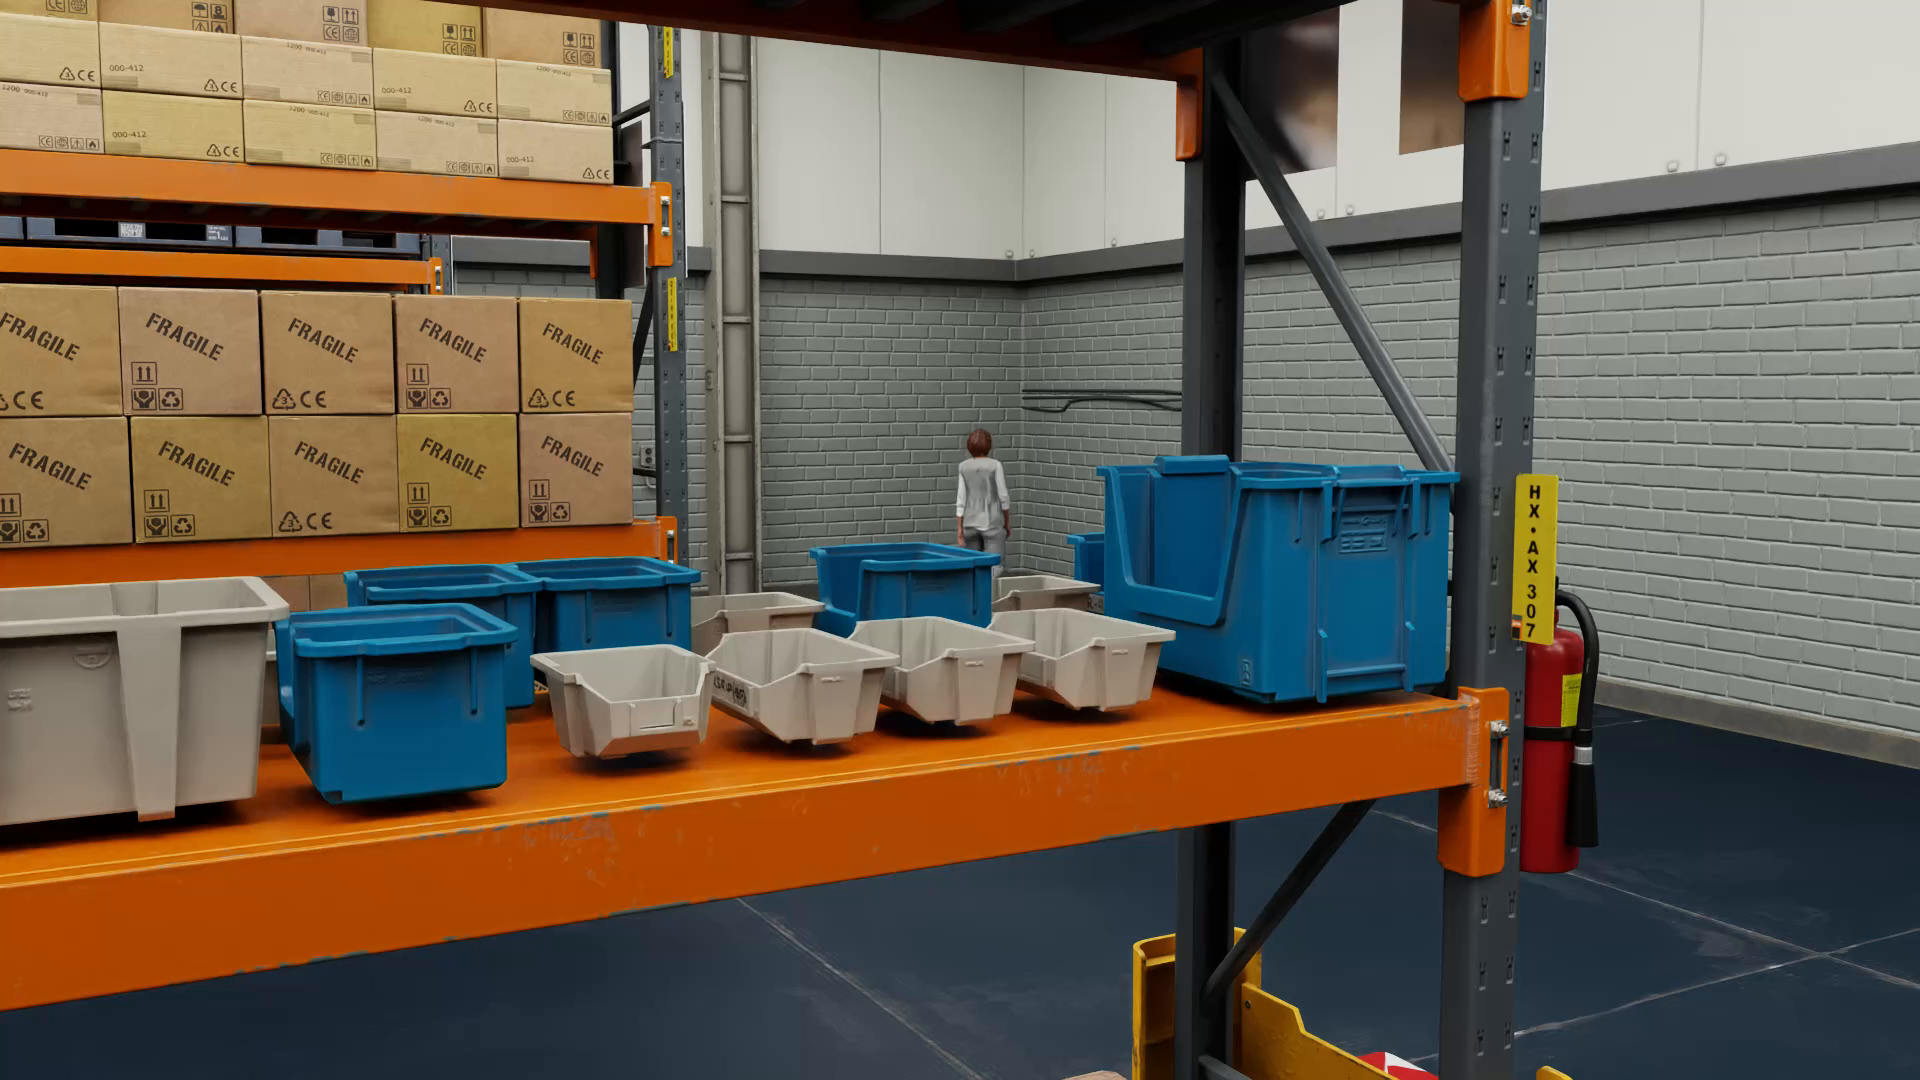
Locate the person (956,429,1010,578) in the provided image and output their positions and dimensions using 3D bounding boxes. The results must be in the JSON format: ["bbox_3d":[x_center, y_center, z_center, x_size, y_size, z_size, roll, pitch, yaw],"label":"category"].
[{"bbox_3d":[0.195,-0.099,13.333,0.427,1.557,0.763,2,6,20],"label":"person"}]
